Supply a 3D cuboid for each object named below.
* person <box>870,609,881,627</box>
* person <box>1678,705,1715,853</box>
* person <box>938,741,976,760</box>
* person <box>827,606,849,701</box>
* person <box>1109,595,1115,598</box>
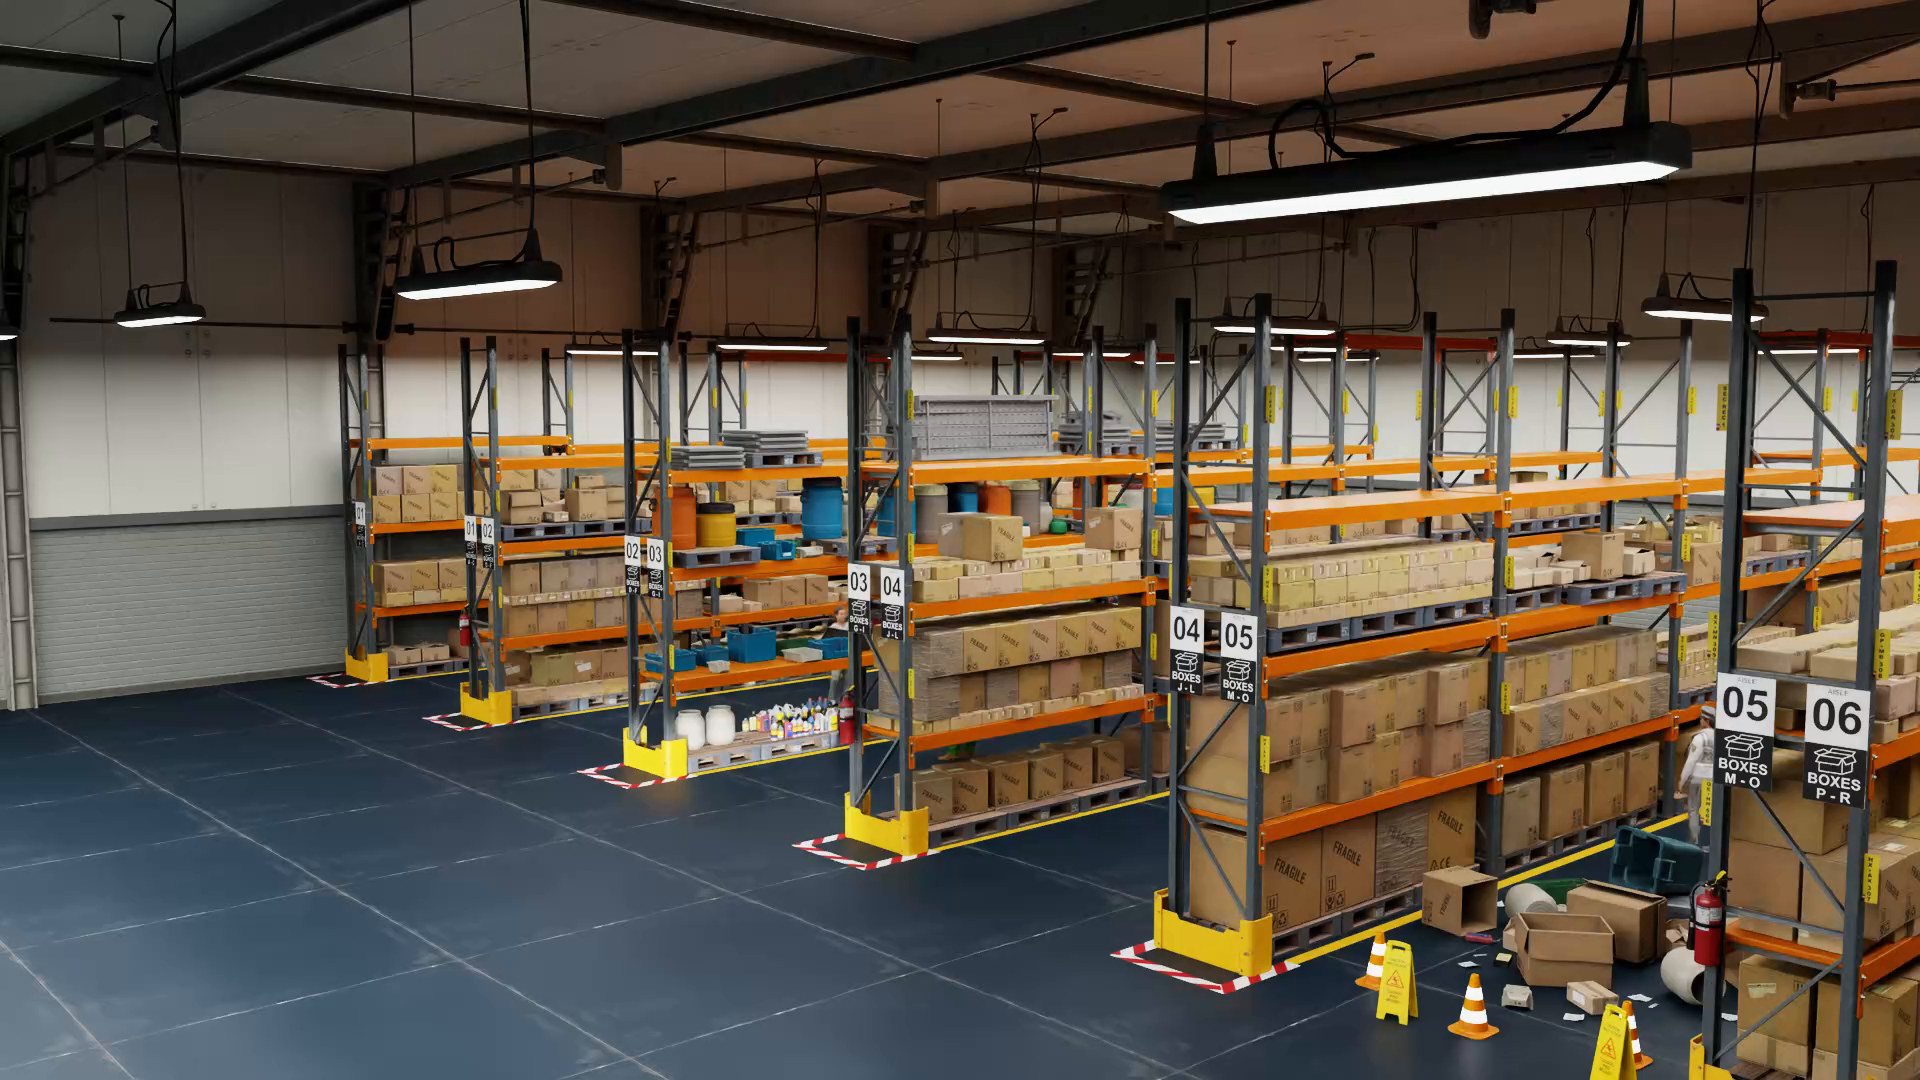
[{"bbox_3d":[-1.689,1.144,35.093,0.598,1.771,0.472,-4,6,-35],"label":"person"},{"bbox_3d":[8.272,2.684,18.526,0.529,1.707,0.407,0,5,-2],"label":"person"},{"bbox_3d":[0.021,2.168,23.339,0.434,1.805,0.659,3,6,29],"label":"person"},{"bbox_3d":[-1.909,1.946,27.016,0.516,1.732,0.435,-2,5,-20],"label":"person"},{"bbox_3d":[3.519,0.785,40.061,0.502,1.598,0.577,-3,6,-33],"label":"person"}]
